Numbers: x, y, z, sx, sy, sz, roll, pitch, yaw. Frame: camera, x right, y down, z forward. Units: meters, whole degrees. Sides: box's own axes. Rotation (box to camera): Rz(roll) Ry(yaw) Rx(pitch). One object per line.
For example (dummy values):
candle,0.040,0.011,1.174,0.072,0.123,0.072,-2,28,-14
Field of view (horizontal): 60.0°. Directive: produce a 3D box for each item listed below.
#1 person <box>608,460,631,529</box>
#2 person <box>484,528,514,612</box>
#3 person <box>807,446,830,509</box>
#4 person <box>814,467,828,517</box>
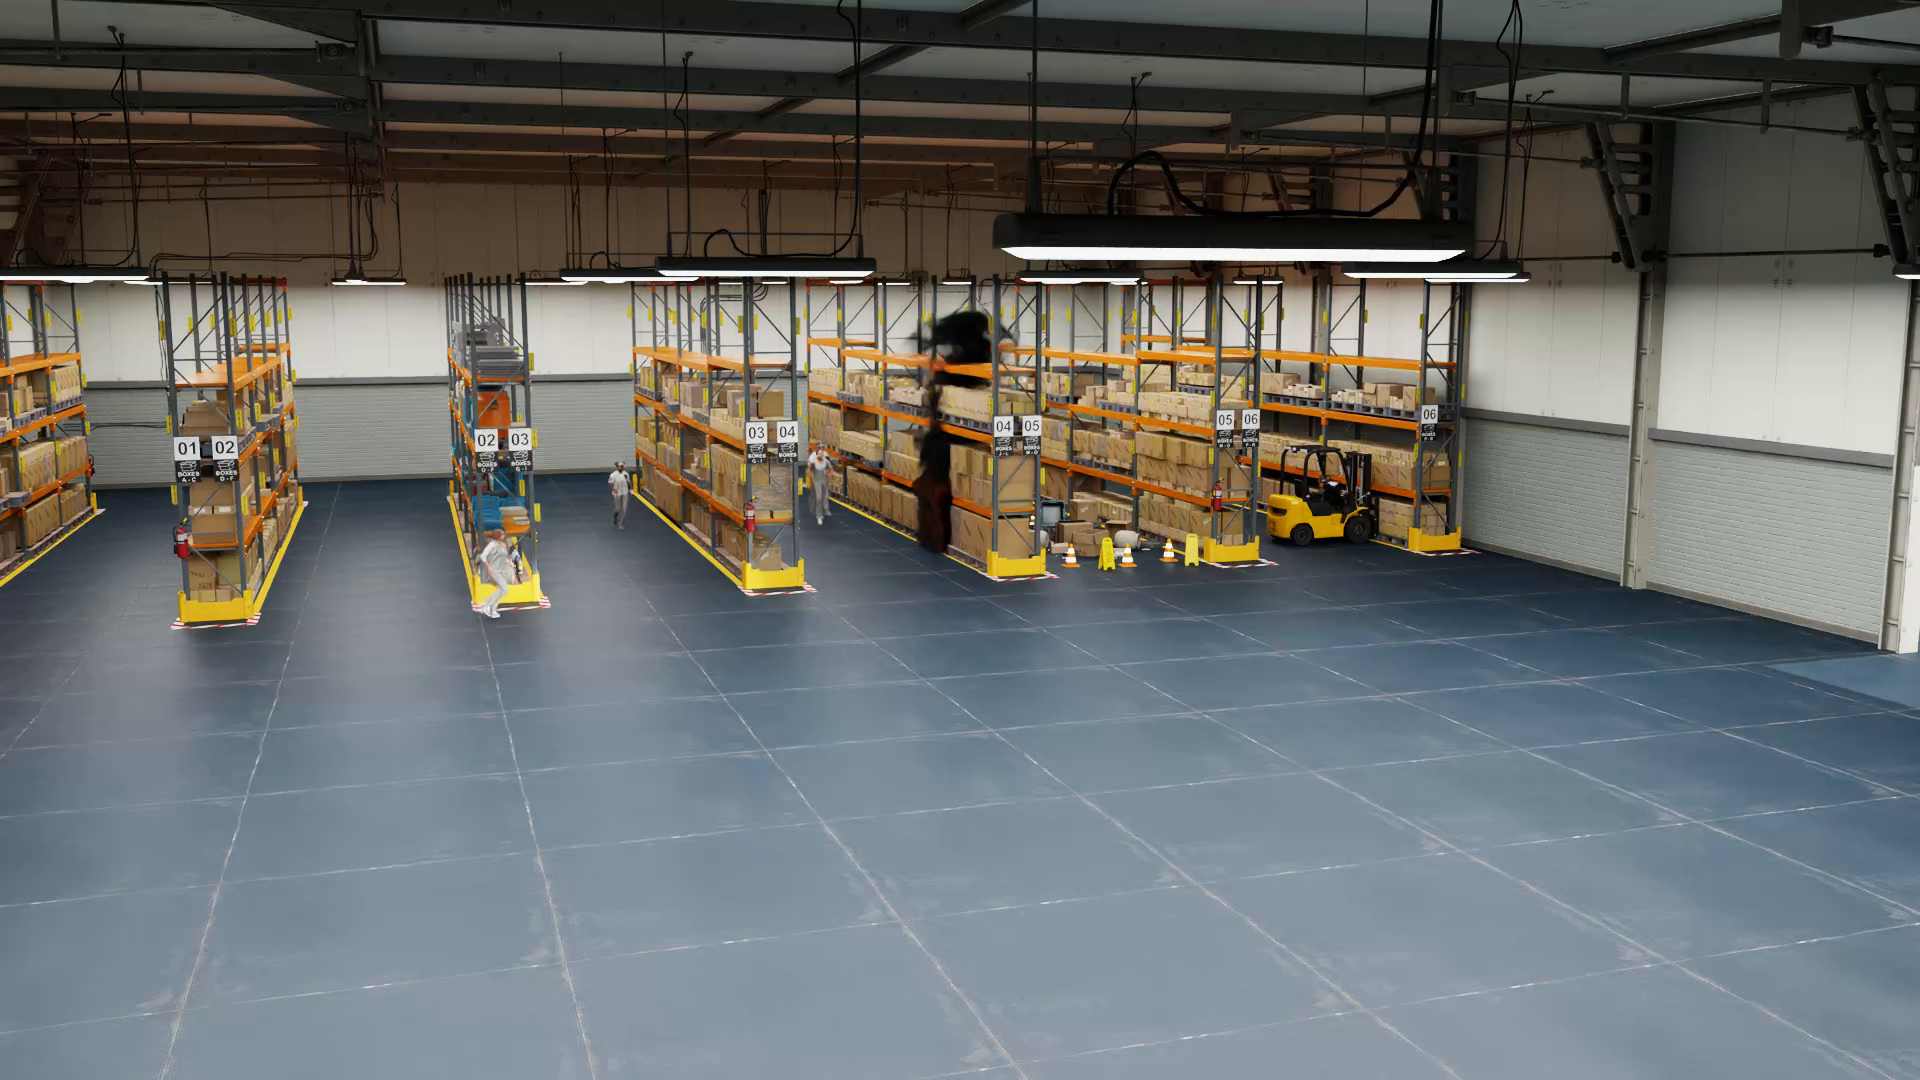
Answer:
person,-8.129,-1.094,39.825,0.564,1.655,0.548,-4,10,-27
person,-8.065,0.543,29.161,0.482,1.481,0.483,2,9,13
person,-6.483,-0.982,37.210,8.885,1.794,4.294,-4,9,-24
person,-3.304,-1.158,39.285,0.341,1.172,0.592,-3,9,-18
